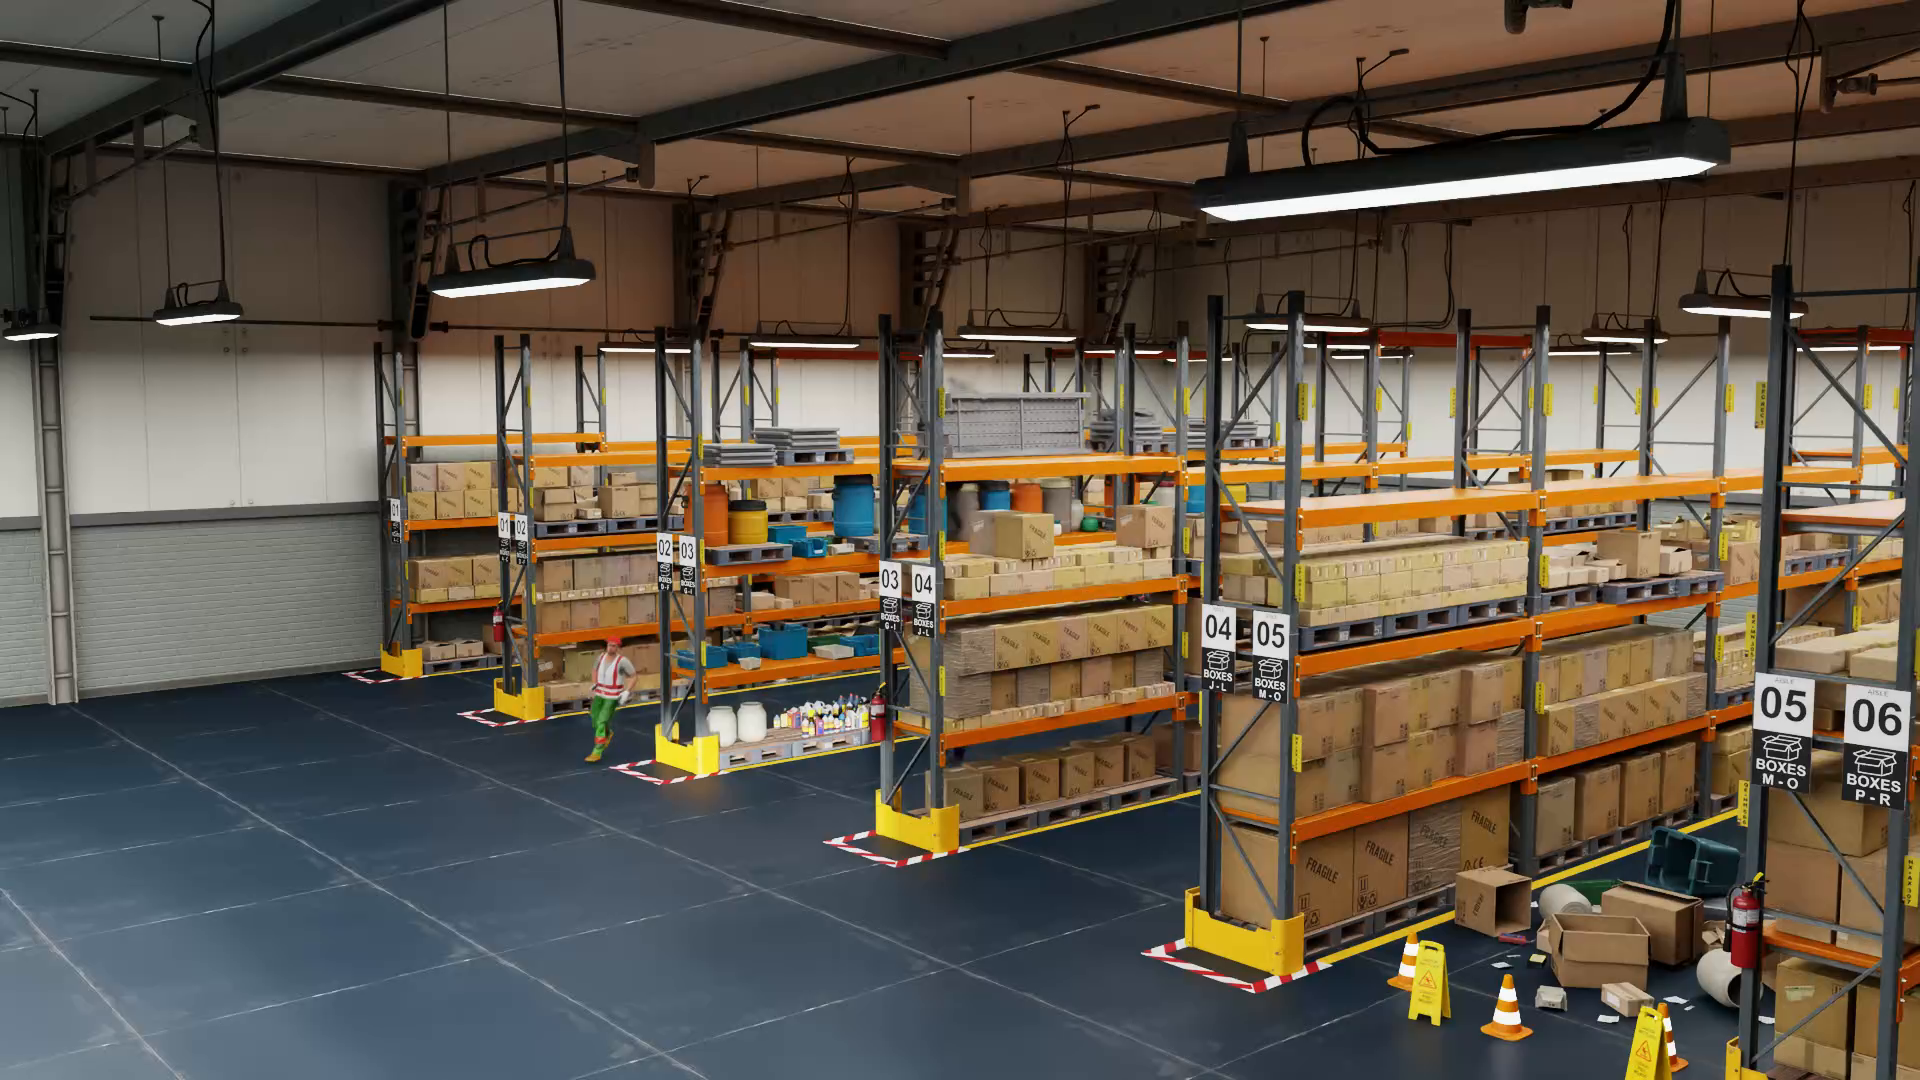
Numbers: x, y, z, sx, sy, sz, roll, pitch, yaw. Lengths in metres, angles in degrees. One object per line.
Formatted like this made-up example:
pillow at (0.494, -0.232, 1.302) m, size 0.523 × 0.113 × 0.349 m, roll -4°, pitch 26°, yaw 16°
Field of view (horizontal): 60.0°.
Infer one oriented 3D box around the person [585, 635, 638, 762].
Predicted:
person at (-4.849, 2.182, 23.205) m, size 0.721 × 1.746 × 0.778 m, roll 2°, pitch 6°, yaw 19°

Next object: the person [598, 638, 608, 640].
person at (-6.216, 1.632, 29.214) m, size 0.673 × 1.763 × 0.694 m, roll -5°, pitch 7°, yaw -43°

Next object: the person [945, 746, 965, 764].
person at (-0.213, 2.145, 21.547) m, size 0.576 × 1.685 × 0.719 m, roll 4°, pitch 7°, yaw 39°
